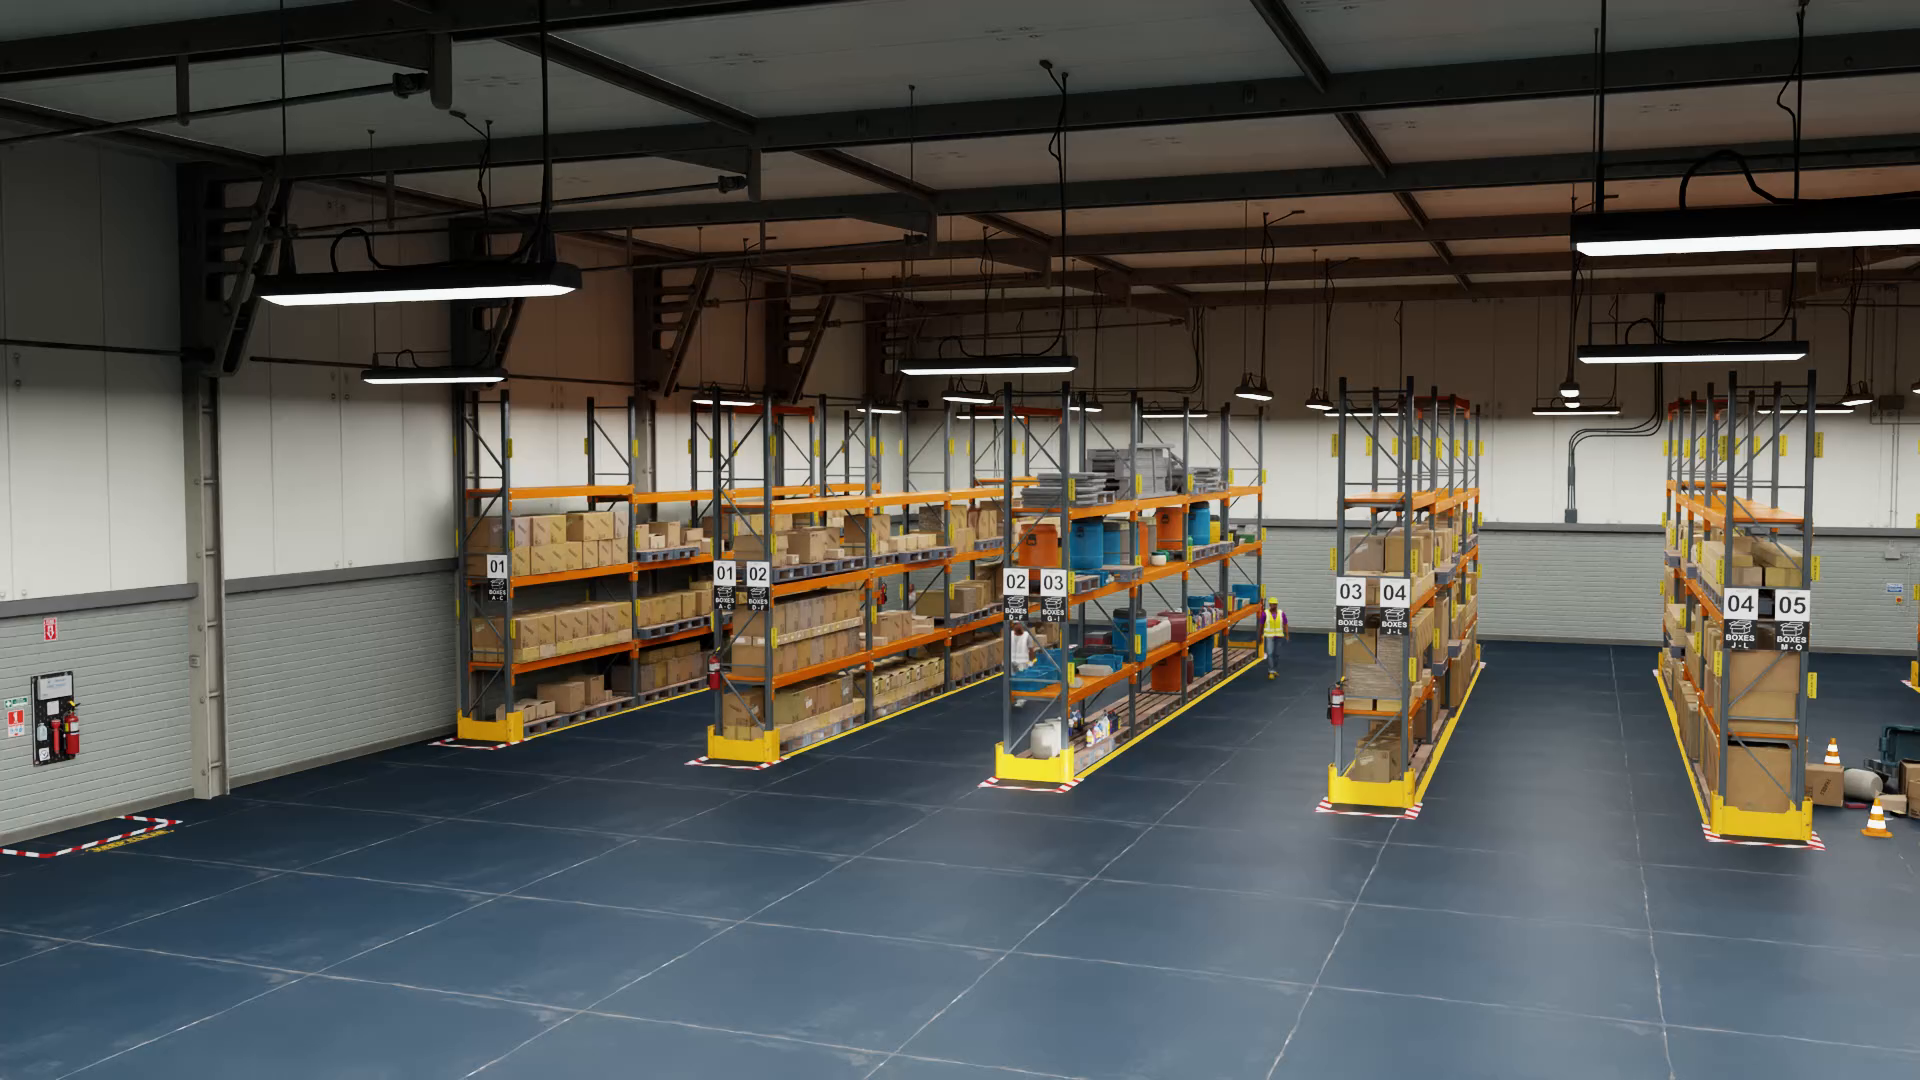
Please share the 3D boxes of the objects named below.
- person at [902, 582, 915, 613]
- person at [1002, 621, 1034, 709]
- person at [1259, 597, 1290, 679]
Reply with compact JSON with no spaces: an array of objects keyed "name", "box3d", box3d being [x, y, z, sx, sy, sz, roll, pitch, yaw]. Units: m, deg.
[{"name":"person","box3d":[-1.258,1.863,42.676,0.412,1.535,0.899,1,3,20]},{"name":"person","box3d":[1.086,2.350,31.930,0.572,1.727,1.043,2,4,27]},{"name":"person","box3d":[6.846,2.117,36.139,0.623,1.746,0.748,0,3,-3]}]
